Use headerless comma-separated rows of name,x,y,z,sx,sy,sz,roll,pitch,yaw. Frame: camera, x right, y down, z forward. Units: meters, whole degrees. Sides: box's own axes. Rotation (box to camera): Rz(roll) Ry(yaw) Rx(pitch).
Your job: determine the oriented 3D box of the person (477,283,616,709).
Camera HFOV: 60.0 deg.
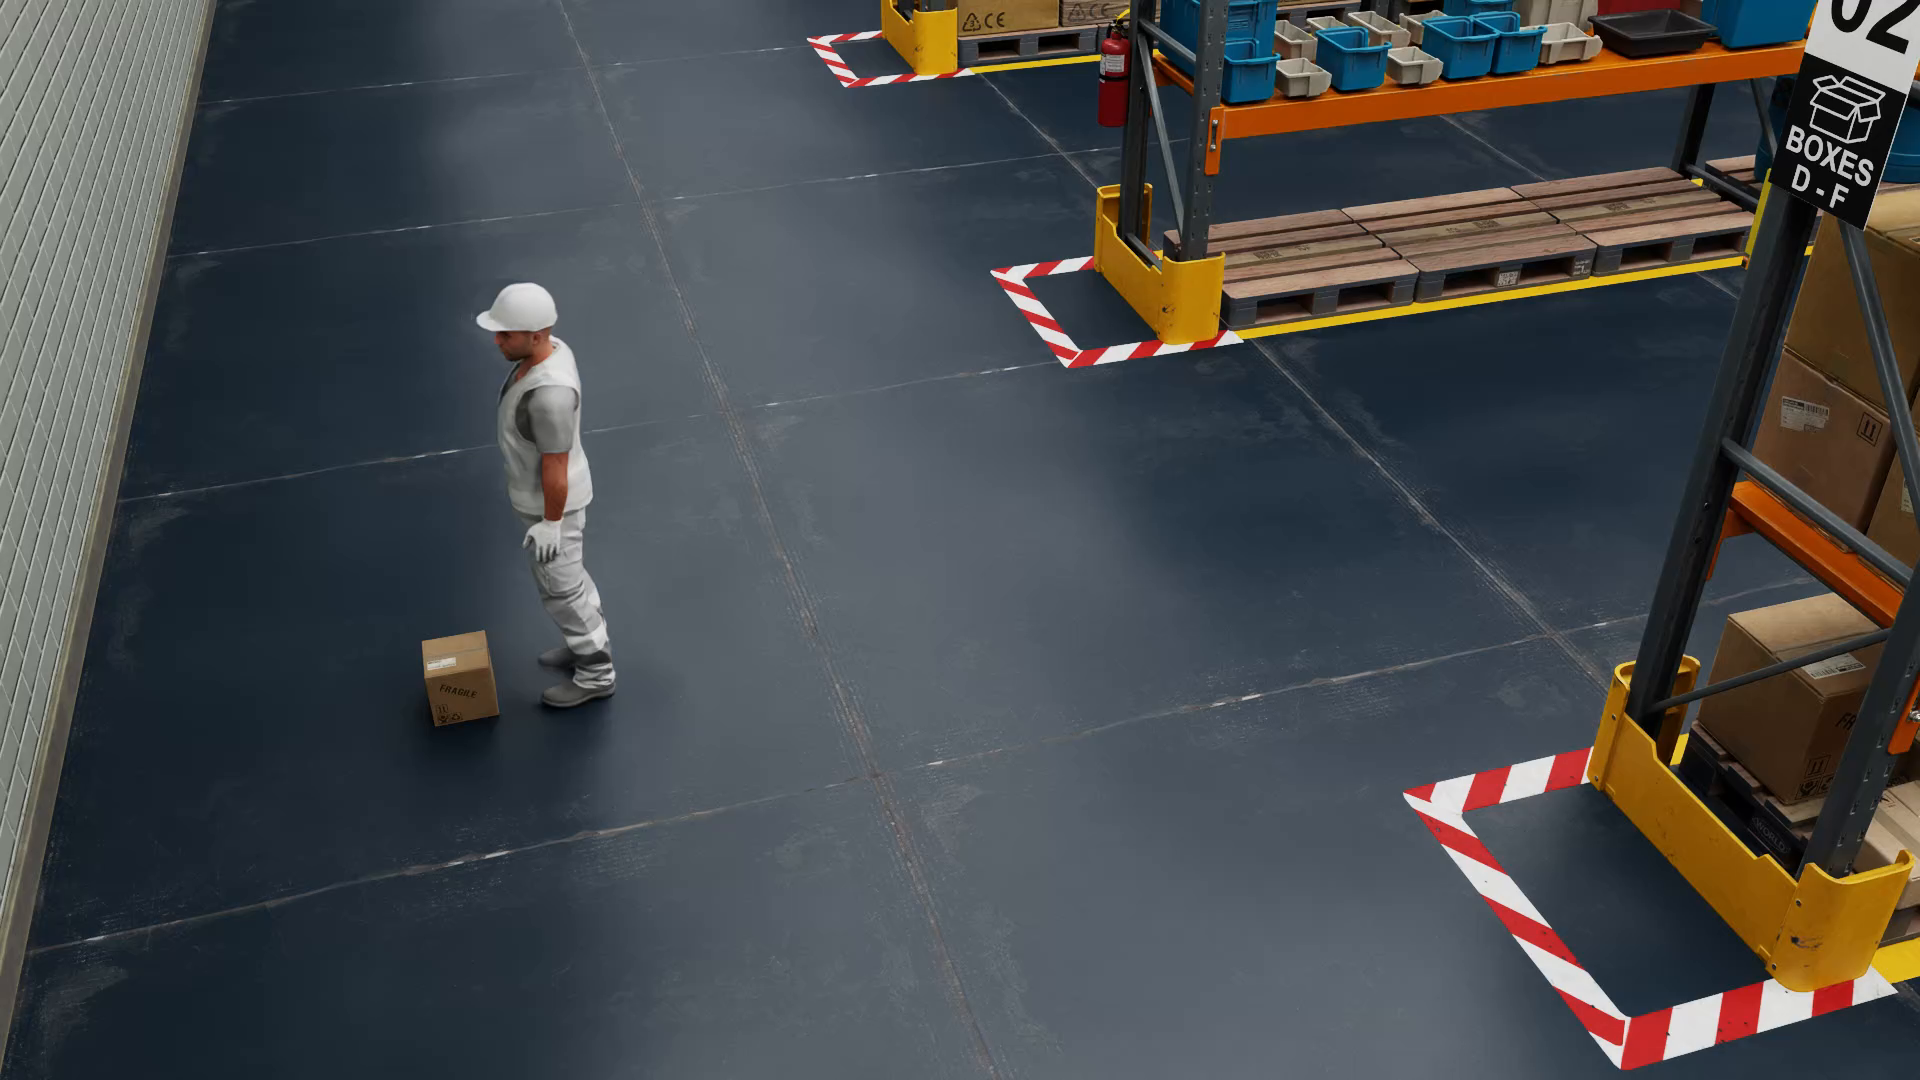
person,-1.561,-0.156,6.362,0.338,1.789,0.526,-9,35,-14
